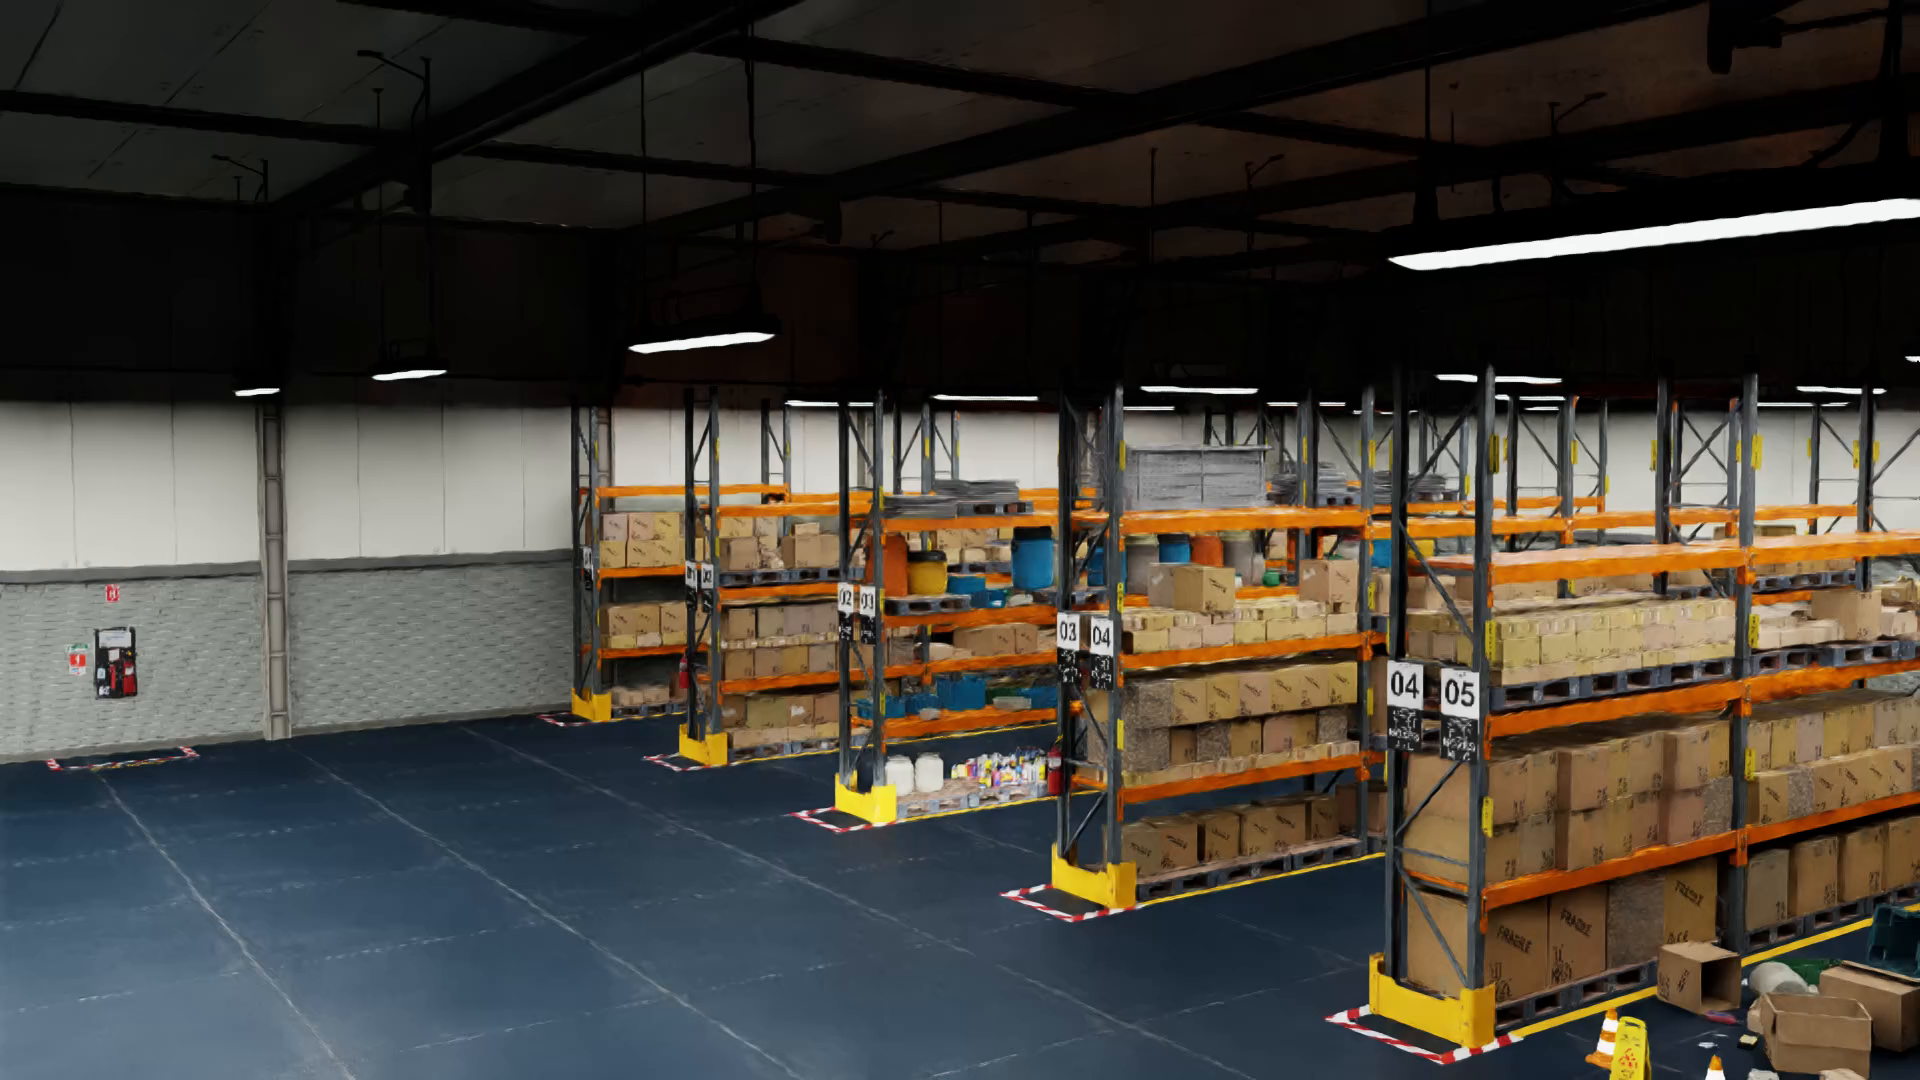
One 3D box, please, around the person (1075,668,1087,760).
[{"bbox_3d":[1.935,2.755,26.812,0.575,1.611,0.625,-2,4,-36],"label":"person"}]
